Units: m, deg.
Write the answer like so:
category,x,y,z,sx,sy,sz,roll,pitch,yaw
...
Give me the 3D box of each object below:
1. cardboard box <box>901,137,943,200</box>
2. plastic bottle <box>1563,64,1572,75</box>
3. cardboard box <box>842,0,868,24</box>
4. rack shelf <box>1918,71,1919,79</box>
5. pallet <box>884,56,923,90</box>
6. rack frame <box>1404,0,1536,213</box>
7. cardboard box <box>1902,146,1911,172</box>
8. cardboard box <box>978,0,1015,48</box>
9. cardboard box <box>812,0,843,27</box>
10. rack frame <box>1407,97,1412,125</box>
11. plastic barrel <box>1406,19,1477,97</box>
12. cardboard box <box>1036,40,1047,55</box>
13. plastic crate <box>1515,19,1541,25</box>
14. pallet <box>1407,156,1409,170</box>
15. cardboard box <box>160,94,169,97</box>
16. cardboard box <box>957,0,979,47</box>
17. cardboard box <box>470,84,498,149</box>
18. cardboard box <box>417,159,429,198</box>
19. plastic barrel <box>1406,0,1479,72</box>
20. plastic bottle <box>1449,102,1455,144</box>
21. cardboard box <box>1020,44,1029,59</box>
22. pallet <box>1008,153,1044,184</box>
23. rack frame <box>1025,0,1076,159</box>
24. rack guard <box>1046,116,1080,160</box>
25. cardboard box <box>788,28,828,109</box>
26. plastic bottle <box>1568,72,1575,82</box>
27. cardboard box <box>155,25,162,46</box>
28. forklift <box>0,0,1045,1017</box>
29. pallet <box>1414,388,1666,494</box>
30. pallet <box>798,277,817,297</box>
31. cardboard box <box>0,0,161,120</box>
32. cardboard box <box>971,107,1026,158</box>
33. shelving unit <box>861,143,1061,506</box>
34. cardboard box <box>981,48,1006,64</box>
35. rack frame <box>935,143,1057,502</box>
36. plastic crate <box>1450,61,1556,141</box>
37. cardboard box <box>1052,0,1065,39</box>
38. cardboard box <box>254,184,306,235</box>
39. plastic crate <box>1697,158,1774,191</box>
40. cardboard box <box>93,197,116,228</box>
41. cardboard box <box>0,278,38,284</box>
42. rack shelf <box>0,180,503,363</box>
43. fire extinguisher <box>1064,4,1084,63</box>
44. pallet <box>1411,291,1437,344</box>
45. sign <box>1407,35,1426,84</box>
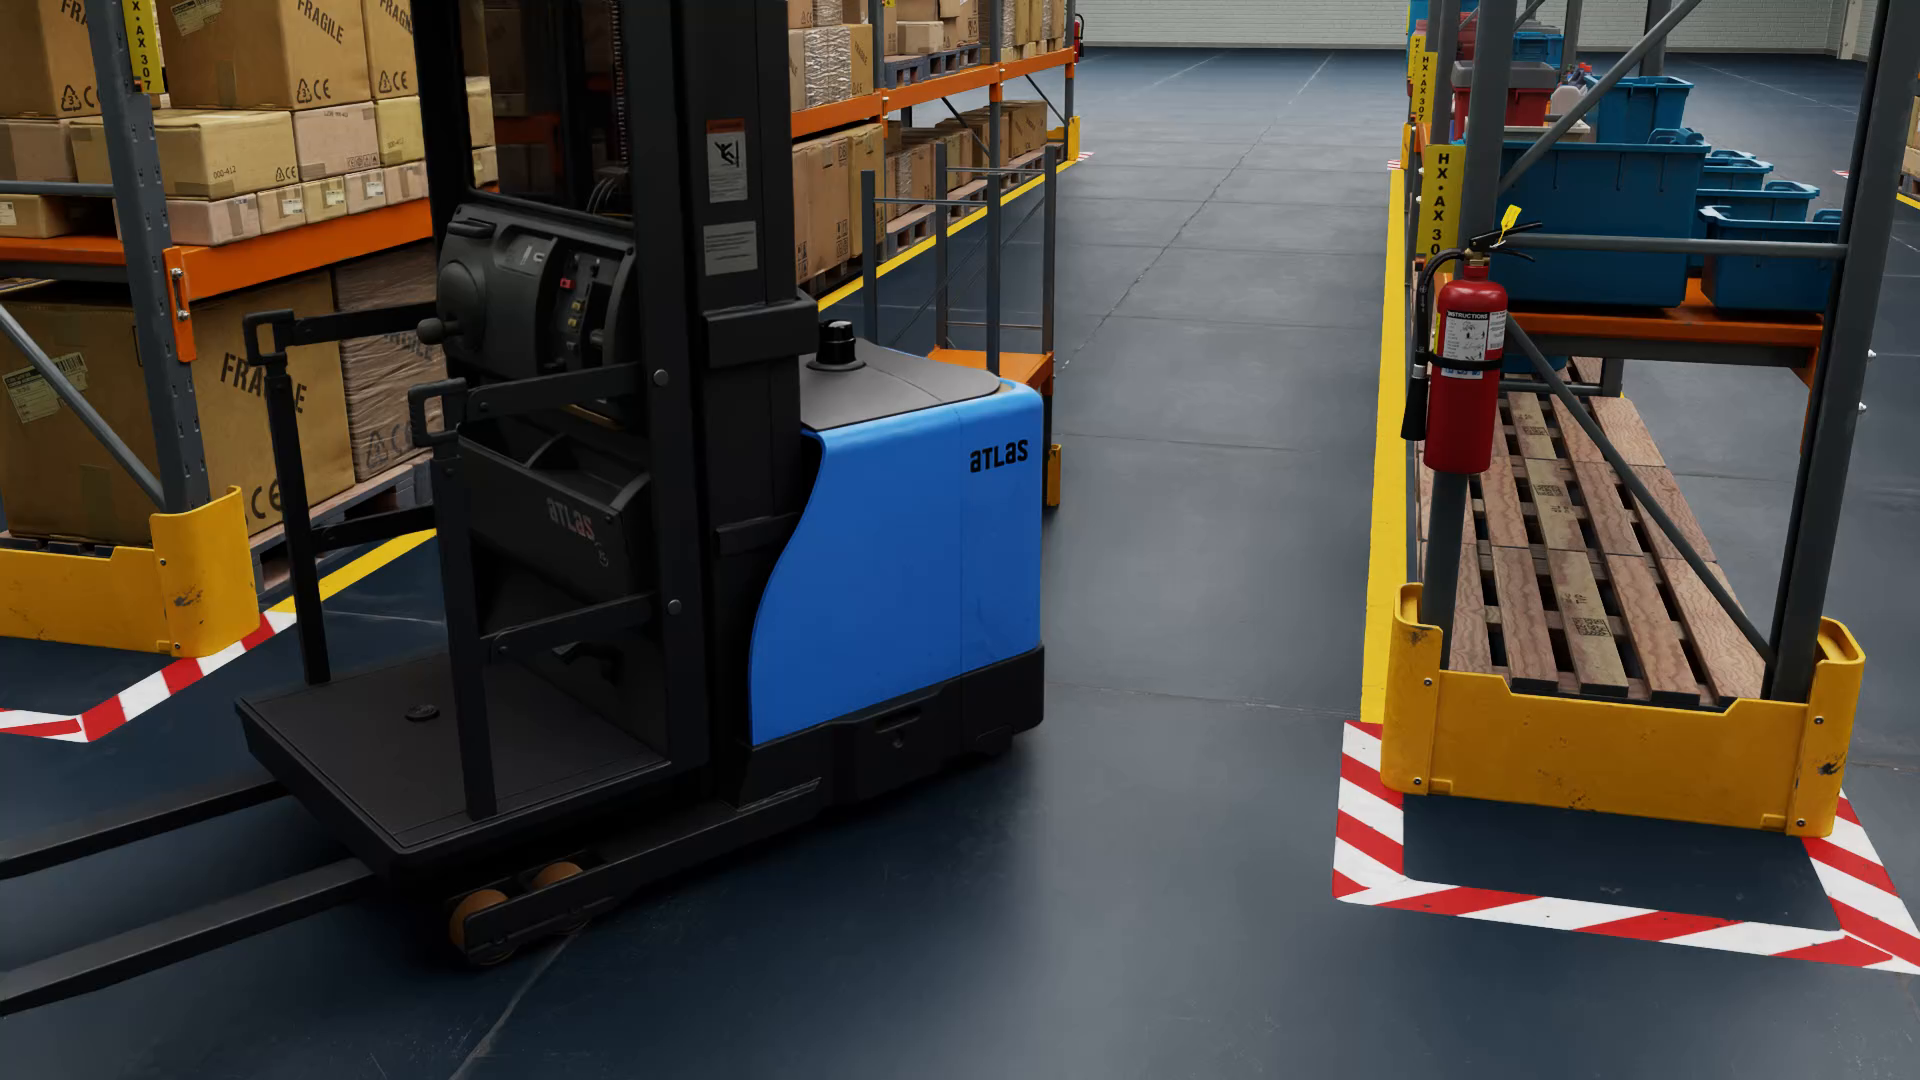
category,x,y,z,sx,sy,sz,roll,pitch,yaw
cardboard box,-0.537,-3.400,15.189,0.700,0.500,0.500,3,19,9
plastic bottle,4.045,-3.029,11.094,0.061,0.283,0.133,5,19,13
cardboard box,-0.979,-4.054,13.111,0.500,0.500,0.500,2,19,7
rack shelf,9.999,-4.392,16.019,1.077,0.370,4.000,5,19,13
pallet,-1.002,-3.776,13.400,1.213,0.211,1.003,5,19,13
rack frame,4.708,-4.498,15.216,1.000,3.000,0.127,5,19,13
cardboard box,10.022,-3.949,17.214,0.500,0.250,0.500,5,19,13
cardboard box,0.075,-5.213,16.695,0.875,0.500,0.500,5,19,13
cardboard box,-1.267,-3.930,11.845,0.797,0.503,0.637,5,20,15
rack frame,5.685,-5.752,18.886,1.000,3.000,0.127,5,19,13
plastic barrel,3.550,-3.478,12.019,0.600,0.536,0.708,5,19,13
cardboard box,0.748,-5.440,18.362,0.380,0.149,0.250,5,19,13
plastic crate,4.886,-4.352,14.690,0.402,0.464,0.583,5,19,13
pallet,5.508,-4.150,18.512,1.003,0.211,1.213,5,19,13
cardboard box,-2.918,-1.689,6.764,0.500,0.250,0.500,4,19,12
cardboard box,-0.425,-5.134,15.499,1.000,1.000,1.000,5,19,14
cardboard box,-2.279,-1.812,7.122,0.500,0.250,0.500,4,19,12
cardboard box,-2.309,-1.498,6.820,0.380,0.149,0.250,4,19,13
plastic barrel,4.319,-4.638,14.850,0.600,0.901,0.708,5,19,13
plastic bottle,2.536,-2.081,8.331,0.152,0.276,0.135,5,19,13
cardboard box,0.510,-5.126,17.443,0.380,0.149,0.250,5,19,13
pallet,0.331,-4.166,18.559,1.003,0.211,1.213,5,19,13
rack frame,0.882,-6.143,20.032,1.000,3.000,0.127,5,19,13
rack guard,0.863,-4.936,20.366,1.175,0.500,0.348,5,19,13
cardboard box,-1.204,-3.190,11.231,0.500,0.500,0.500,4,19,12
plastic bottle,3.848,-2.794,10.425,0.097,0.271,0.097,0,19,0
cardboard box,-5.912,-3.603,11.875,0.380,0.149,0.250,4,19,12
forklift,-1.199,-0.601,3.913,3.031,2.935,1.130,-16,24,-38
pallet,2.611,-0.437,7.642,1.003,0.211,1.213,5,19,13
pallet,-1.638,-1.694,11.319,1.003,0.211,1.213,5,19,13
cardboard box,-3.163,-1.726,5.712,0.500,0.500,0.500,5,19,14
cardboard box,0.429,-4.580,18.672,0.500,0.500,0.500,7,20,18
shelving unit,0.019,-0.734,6.515,0.587,1.500,1.083,5,19,13
cardboard box,0.249,-4.814,16.529,0.380,0.149,0.250,5,19,13
rack frame,0.145,-0.896,6.990,0.500,1.500,0.032,5,19,13
plastic crate,2.292,-1.789,7.093,0.402,0.464,0.583,5,19,13
cardboard box,0.715,-5.995,18.982,0.875,0.500,0.500,5,19,13
cardboard box,-2.559,-1.175,5.875,0.380,0.149,0.250,4,19,13
plastic crate,2.477,-1.150,5.580,0.416,0.233,0.300,5,19,13
cardboard box,-3.198,-1.228,6.032,0.380,0.149,0.250,5,19,14
cardboard box,-6.397,-2.032,11.212,0.500,0.500,0.500,5,20,16
rack shelf,-2.539,-1.414,7.301,1.077,0.370,4.000,5,19,13
fire extinguisher,1.357,-6.106,20.043,0.296,0.674,0.183,5,19,13
pallet,3.278,-1.293,10.147,1.003,0.211,1.213,5,19,13
sign,3.195,-3.363,11.640,0.100,0.325,0.005,5,19,13
